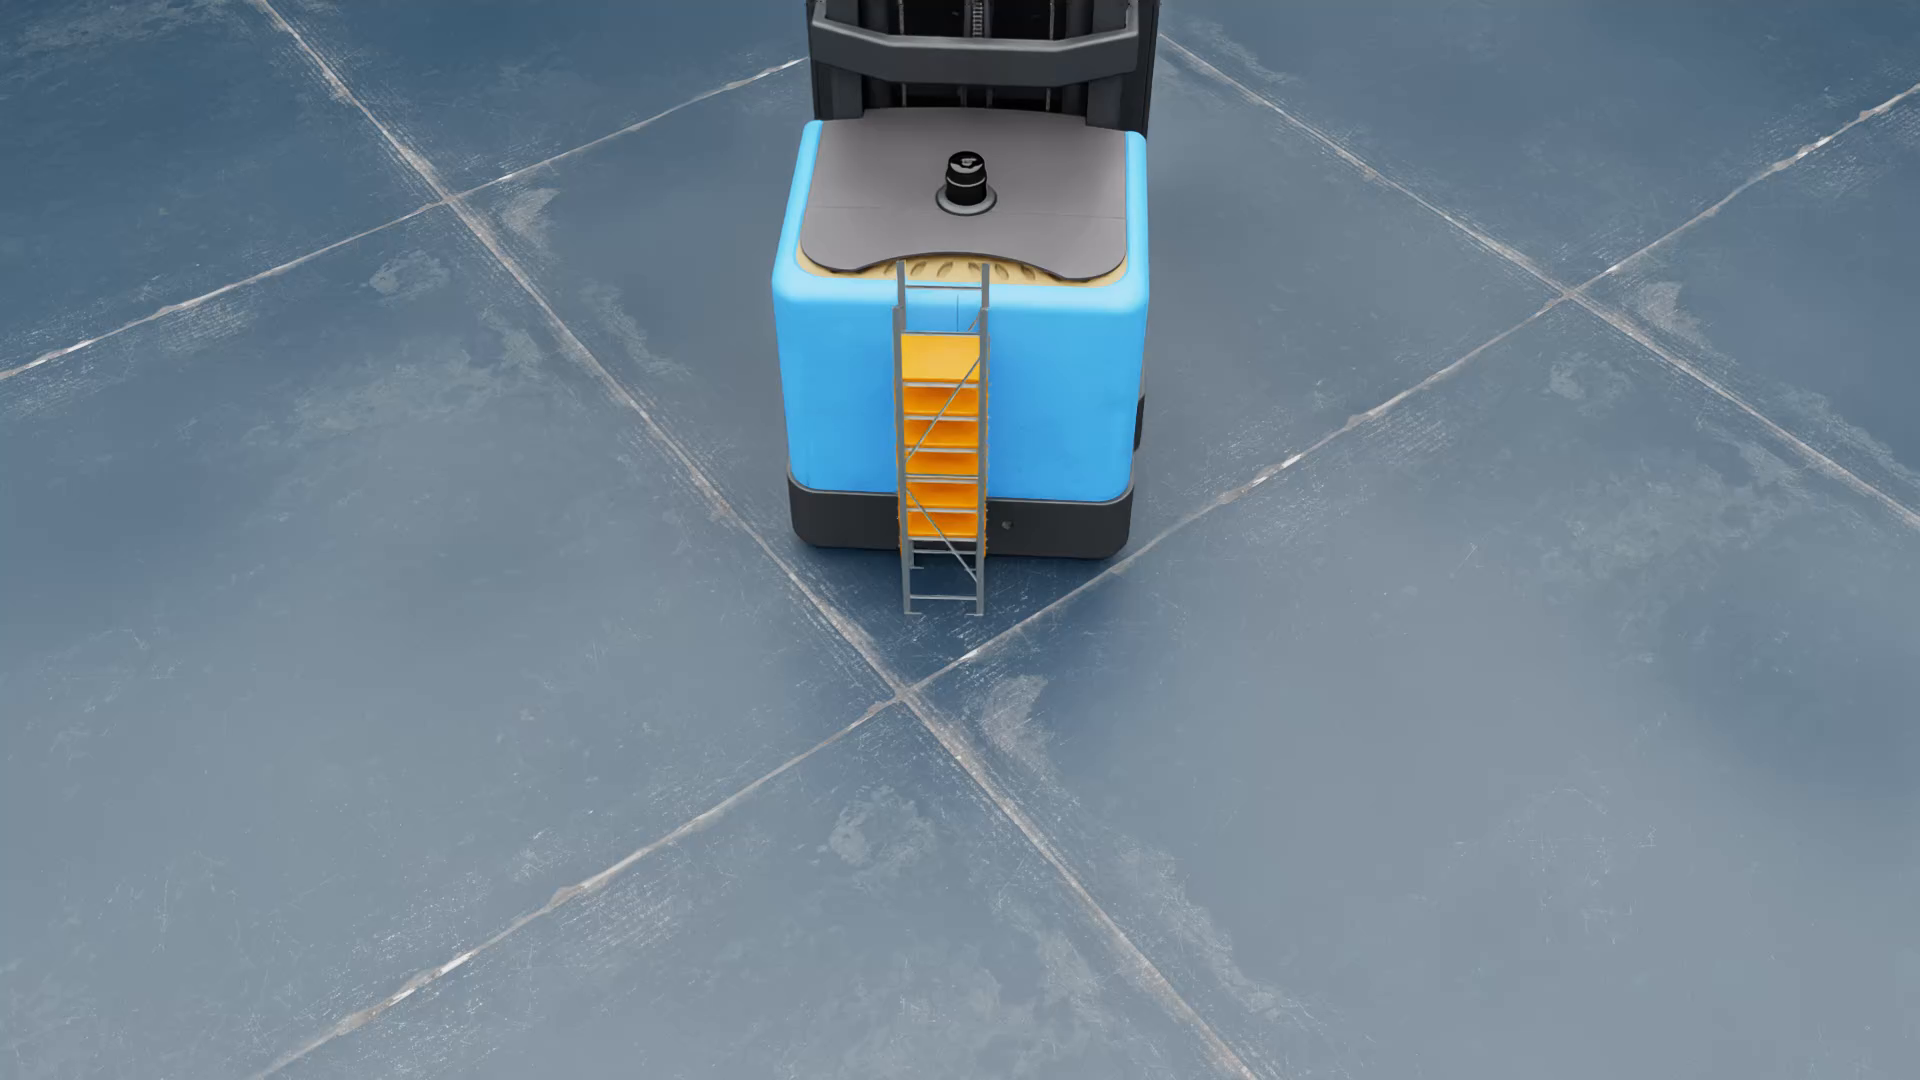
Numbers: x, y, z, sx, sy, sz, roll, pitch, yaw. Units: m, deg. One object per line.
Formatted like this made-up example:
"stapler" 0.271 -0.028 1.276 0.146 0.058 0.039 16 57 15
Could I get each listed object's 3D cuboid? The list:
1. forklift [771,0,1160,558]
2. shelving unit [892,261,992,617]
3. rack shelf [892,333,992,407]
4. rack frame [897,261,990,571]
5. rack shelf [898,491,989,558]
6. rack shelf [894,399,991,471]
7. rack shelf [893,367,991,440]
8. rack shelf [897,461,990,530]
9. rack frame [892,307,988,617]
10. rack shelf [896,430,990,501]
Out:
"forklift" 0.084 -2.018 5.101 1.130 2.935 3.031 3 48 2
"shelving unit" -0.047 -0.243 4.661 0.258 1.200 0.189 2 48 1
"rack shelf" -0.047 -0.455 4.427 0.258 0.103 0.180 2 48 1
"rack frame" -0.043 -0.311 4.722 0.240 1.200 0.006 2 48 1
"rack shelf" -0.047 -0.052 4.871 0.258 0.103 0.180 2 48 1
"rack shelf" -0.047 -0.294 4.605 0.258 0.103 0.180 2 48 1
"rack shelf" -0.047 -0.375 4.516 0.258 0.103 0.180 2 48 1
"rack shelf" -0.047 -0.133 4.782 0.258 0.103 0.180 2 48 1
"rack frame" -0.050 -0.175 4.599 0.240 1.200 0.006 2 48 1
"rack shelf" -0.047 -0.213 4.694 0.258 0.103 0.180 2 48 1
